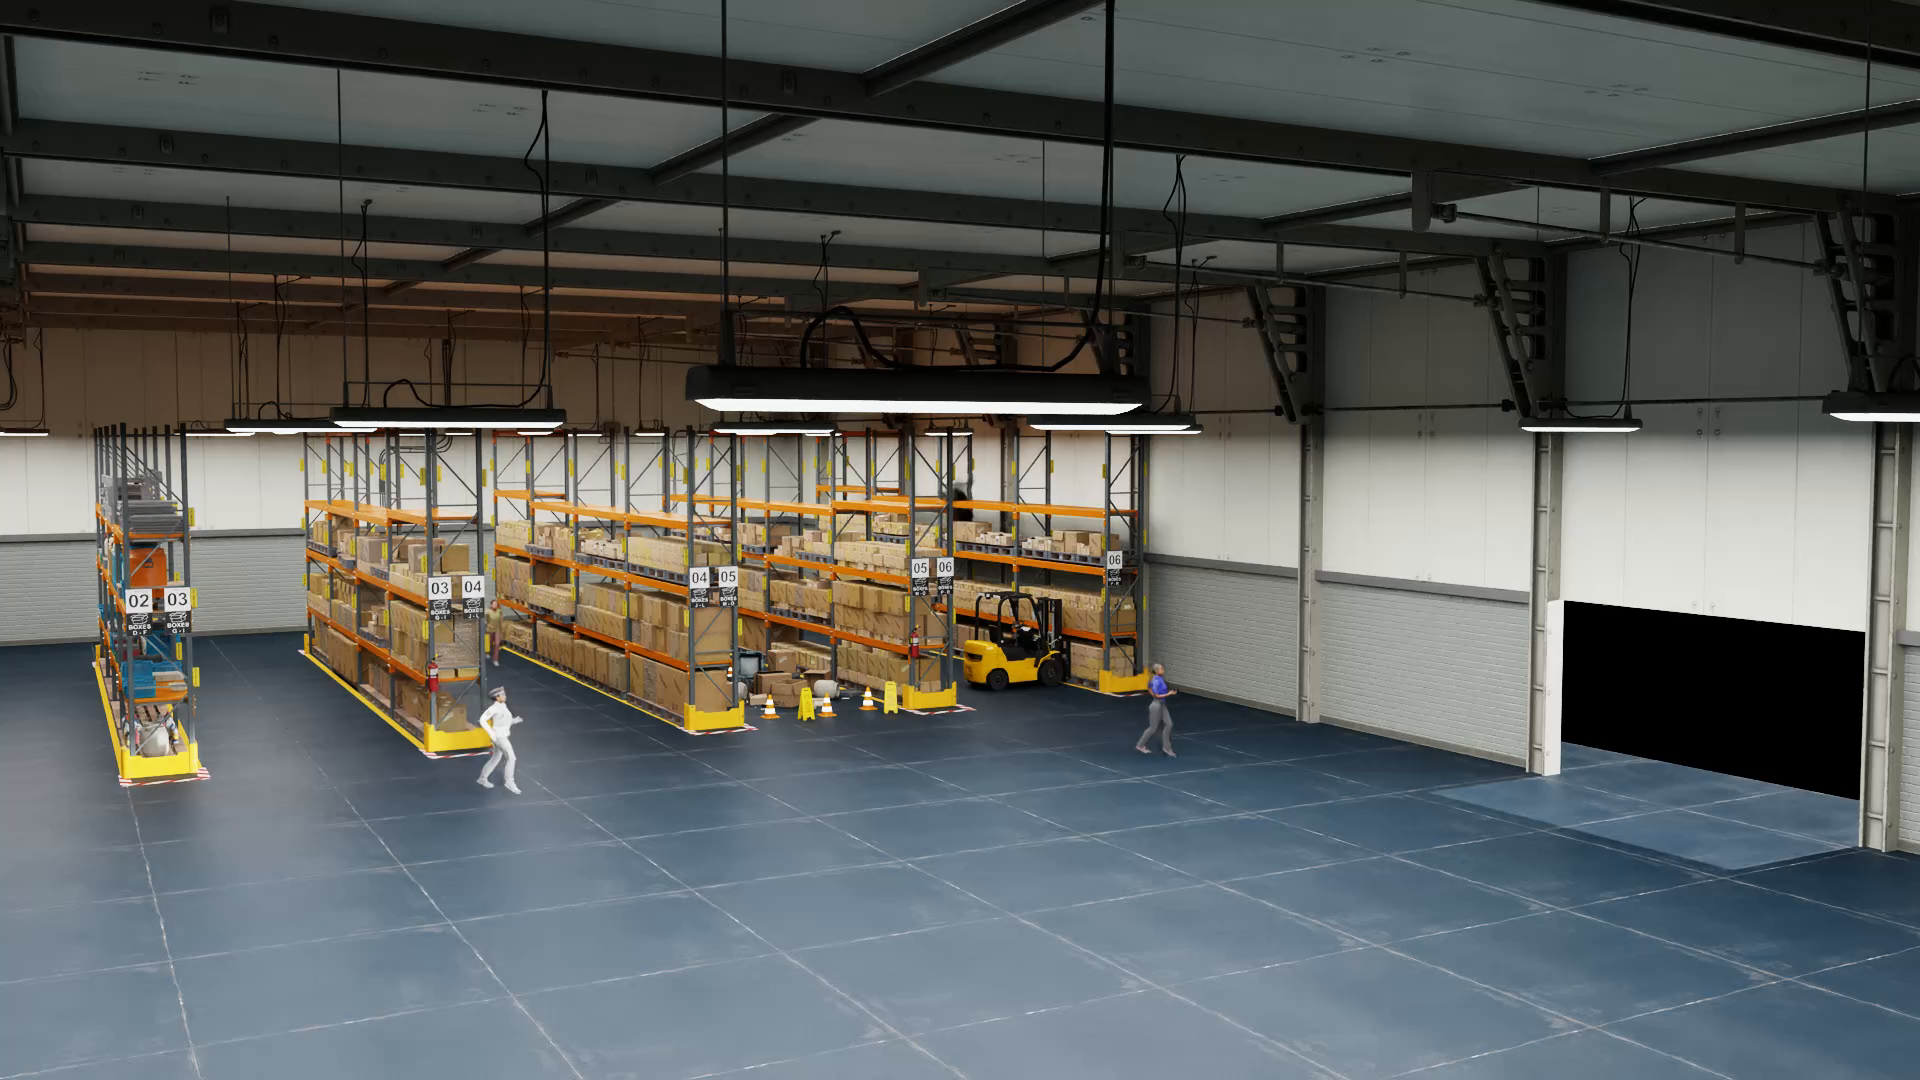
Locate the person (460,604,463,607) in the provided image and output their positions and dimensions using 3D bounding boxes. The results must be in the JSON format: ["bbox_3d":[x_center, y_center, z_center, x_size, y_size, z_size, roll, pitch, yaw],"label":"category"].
[{"bbox_3d":[-13.324,2.305,44.647,0.542,1.500,0.889,-1,4,-18],"label":"person"}]

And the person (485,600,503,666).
[{"bbox_3d":[-11.884,2.337,42.313,0.601,1.662,0.968,-2,4,-35],"label":"person"}]

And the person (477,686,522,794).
[{"bbox_3d":[-7.476,3.244,26.960,0.764,1.747,0.582,0,3,-3],"label":"person"}]

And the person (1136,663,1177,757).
[{"bbox_3d":[3.552,3.075,29.978,0.742,1.713,0.560,1,4,19],"label":"person"}]
